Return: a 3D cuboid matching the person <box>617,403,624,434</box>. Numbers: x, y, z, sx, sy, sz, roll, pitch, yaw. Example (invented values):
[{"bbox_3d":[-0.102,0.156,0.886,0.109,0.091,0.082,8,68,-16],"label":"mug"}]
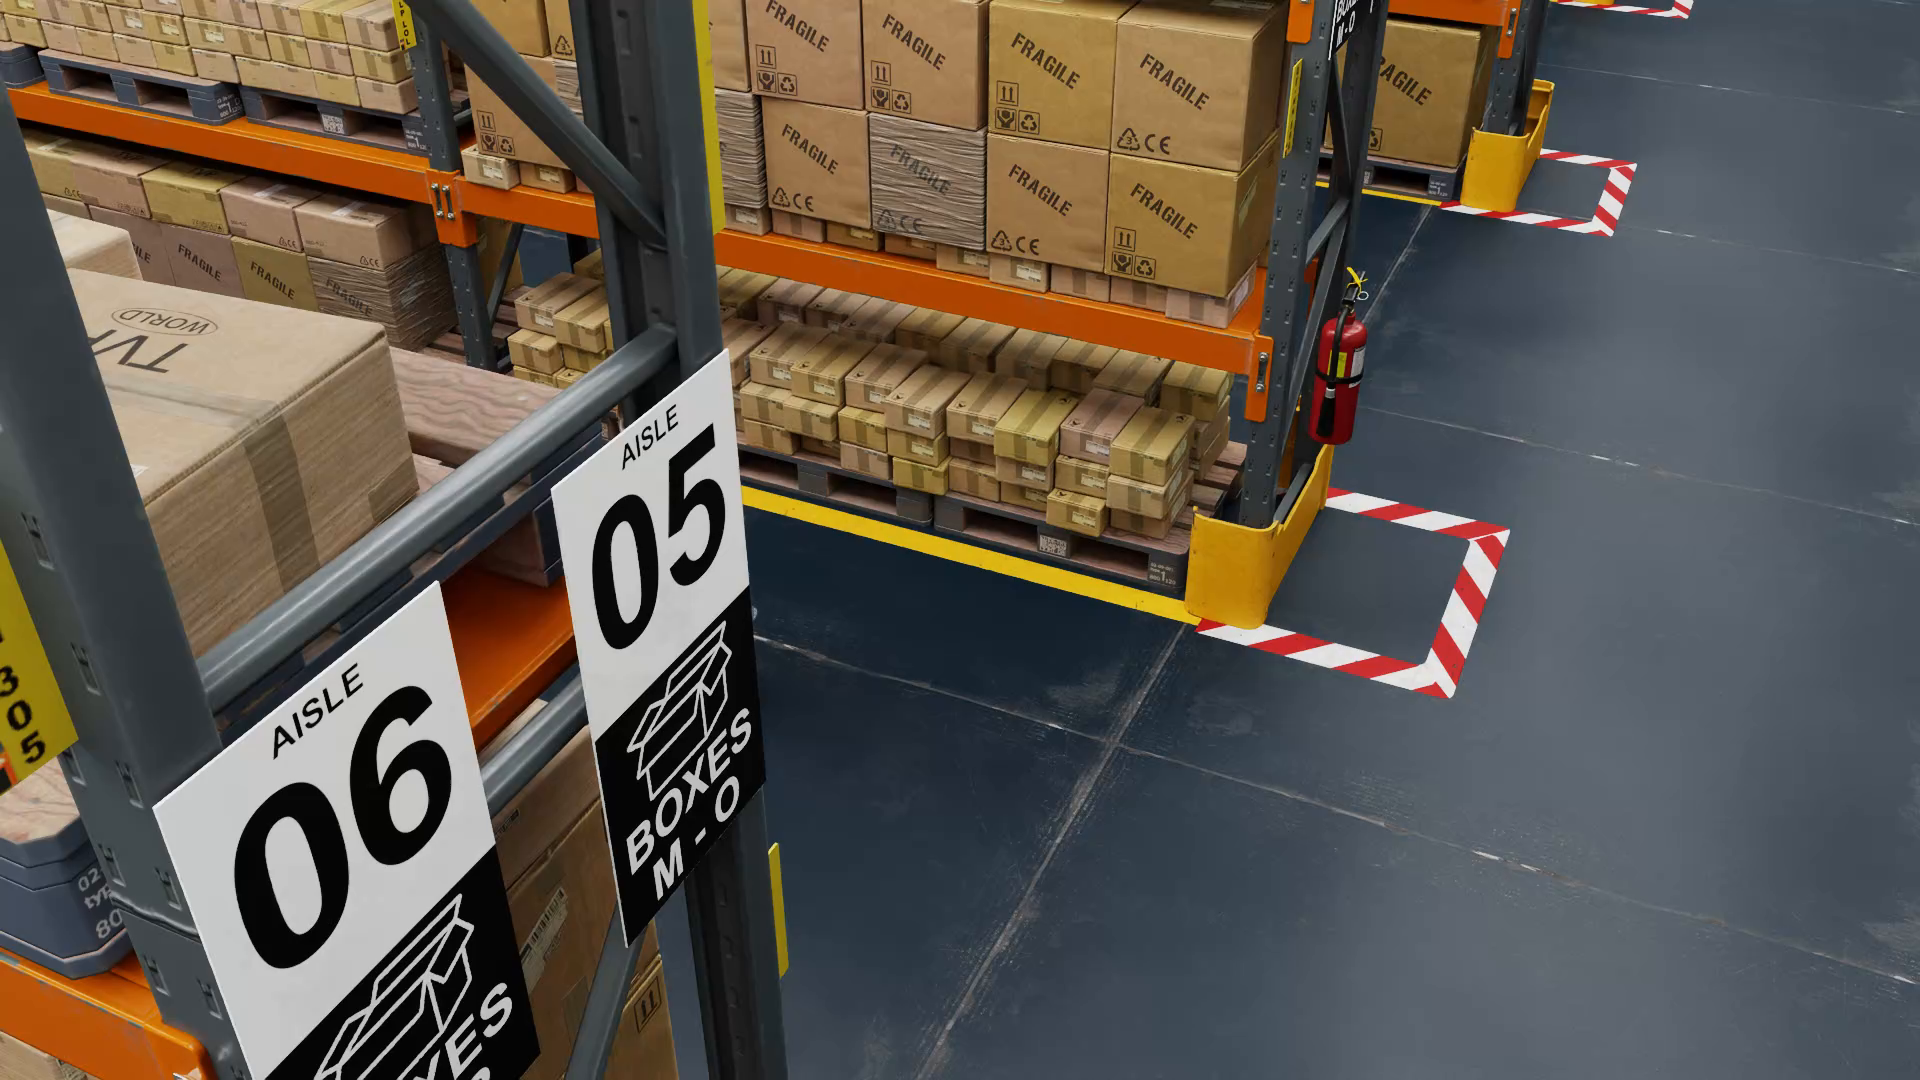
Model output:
[{"bbox_3d":[-1.055,0.000,6.237,0.437,1.510,0.437,15,37,21],"label":"person"}]
